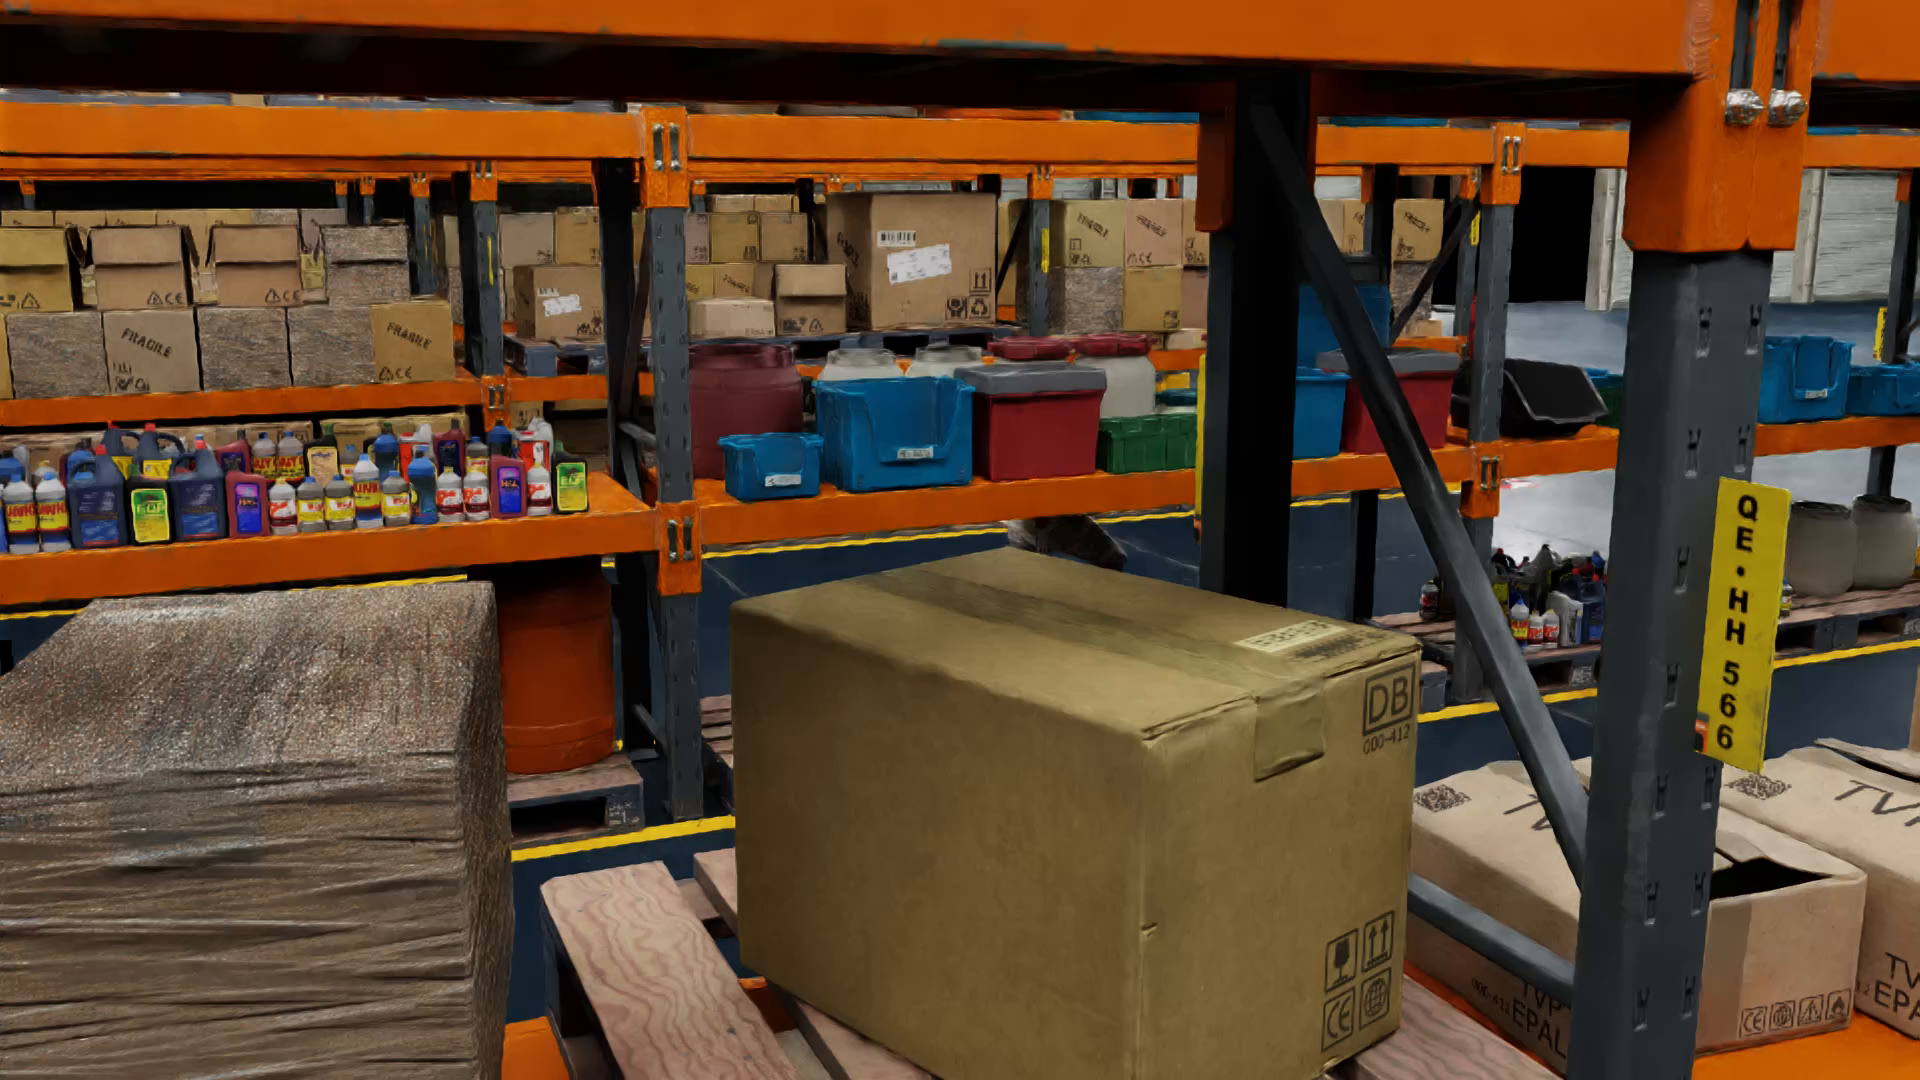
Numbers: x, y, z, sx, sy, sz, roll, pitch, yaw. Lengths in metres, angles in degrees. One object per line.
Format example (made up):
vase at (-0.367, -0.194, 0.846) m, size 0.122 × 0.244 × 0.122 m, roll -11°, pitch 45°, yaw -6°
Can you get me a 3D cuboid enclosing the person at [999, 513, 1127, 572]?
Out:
person at (0.422, -0.143, 8.357) m, size 0.880 × 1.681 × 0.557 m, roll -6°, pitch 13°, yaw -26°
